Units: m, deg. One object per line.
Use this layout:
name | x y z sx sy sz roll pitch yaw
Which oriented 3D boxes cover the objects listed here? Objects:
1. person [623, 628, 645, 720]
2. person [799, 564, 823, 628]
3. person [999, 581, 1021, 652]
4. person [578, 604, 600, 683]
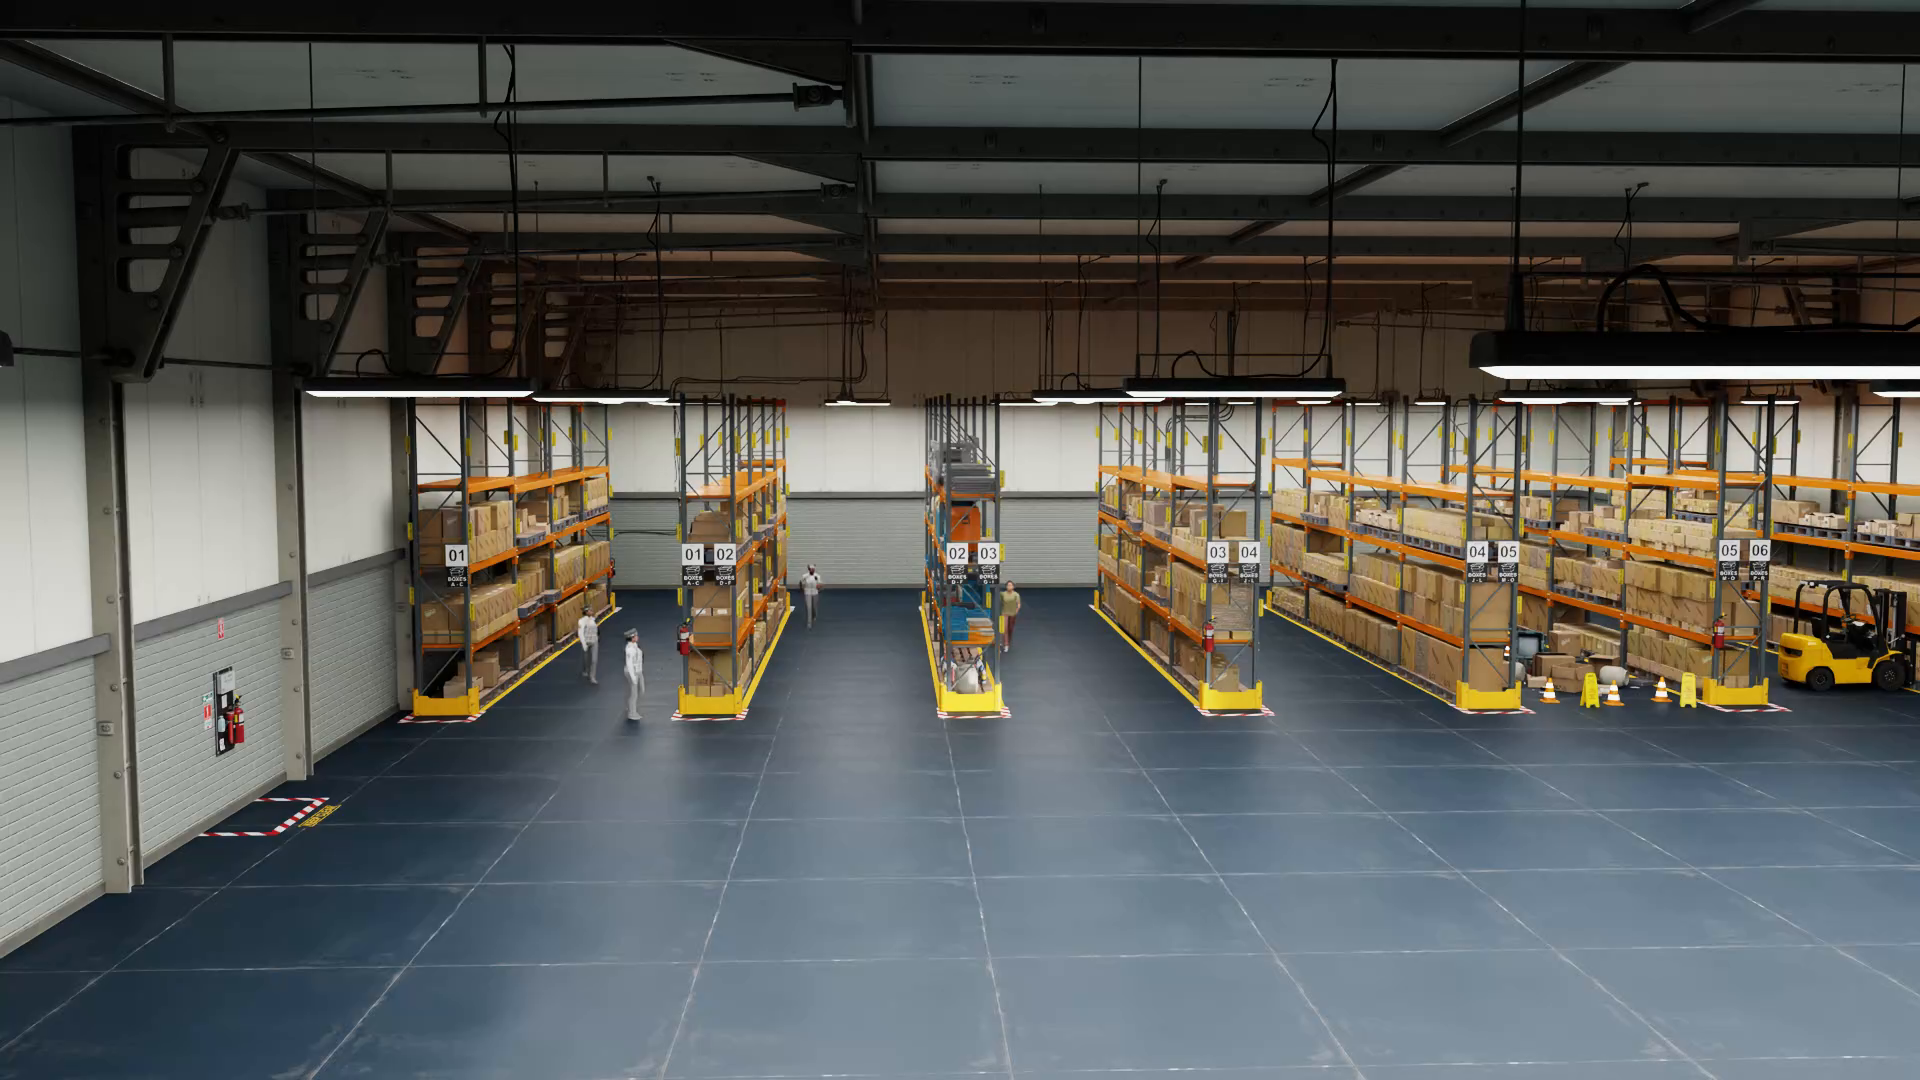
person | -6.054 2.467 30.715 0.441 1.697 0.538 1 5 14
person | -3.895 1.428 43.455 0.628 1.646 1.028 0 5 -2
person | 1.180 1.802 39.600 0.525 1.631 0.972 0 5 -4
person | -7.768 2.149 34.817 0.440 1.637 0.908 -1 5 -14
